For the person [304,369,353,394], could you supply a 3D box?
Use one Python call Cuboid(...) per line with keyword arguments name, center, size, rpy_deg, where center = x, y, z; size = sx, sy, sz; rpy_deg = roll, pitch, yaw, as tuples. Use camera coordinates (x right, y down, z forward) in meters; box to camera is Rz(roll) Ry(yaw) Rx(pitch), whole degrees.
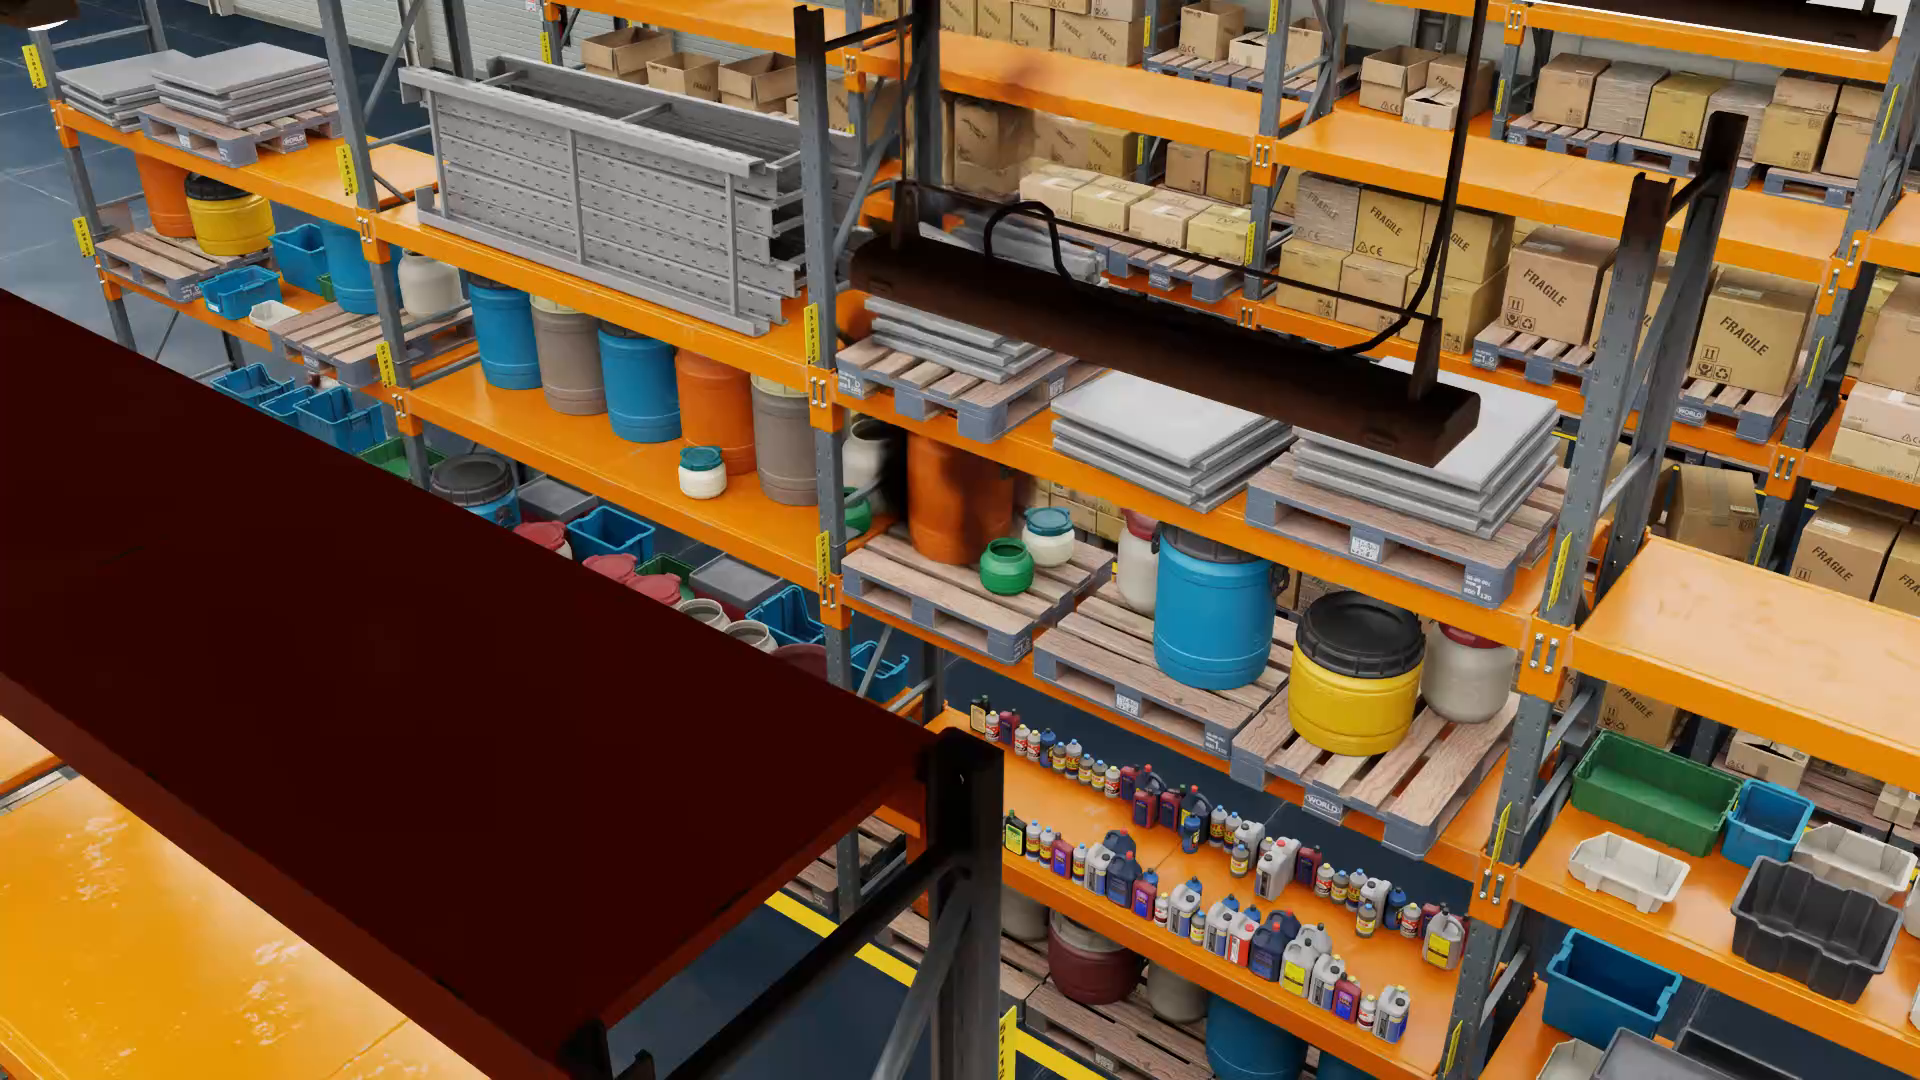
Cuboid(name="person", center=(-6.018, -1.482, 16.094), size=(0.669, 1.714, 0.744), rpy_deg=(10, 33, 16))
